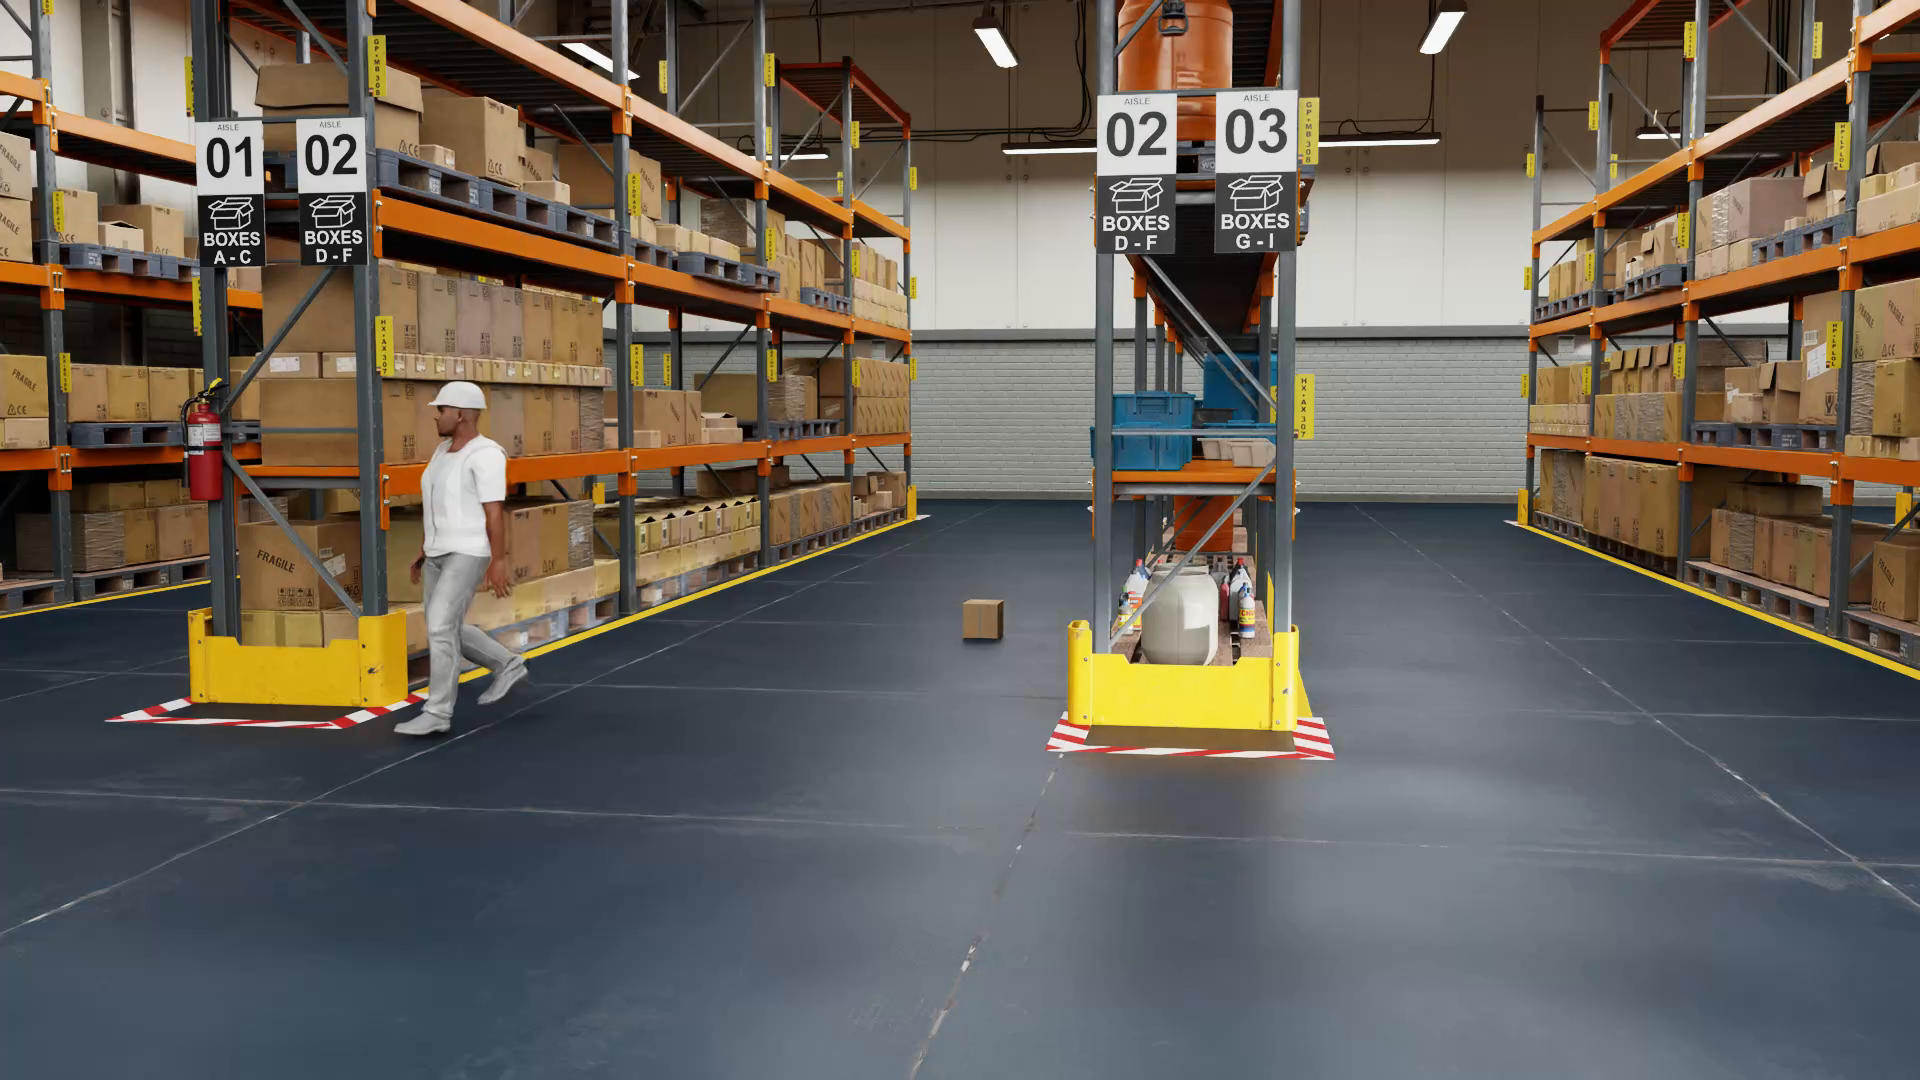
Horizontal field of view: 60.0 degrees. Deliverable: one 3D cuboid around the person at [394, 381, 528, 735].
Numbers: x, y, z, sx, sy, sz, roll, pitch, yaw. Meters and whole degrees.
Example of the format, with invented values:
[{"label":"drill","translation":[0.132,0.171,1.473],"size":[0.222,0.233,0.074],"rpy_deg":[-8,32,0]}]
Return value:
[{"label":"person","translation":[-2.536,0.073,8.416],"size":[0.618,1.743,0.833],"rpy_deg":[4,6,42]}]
